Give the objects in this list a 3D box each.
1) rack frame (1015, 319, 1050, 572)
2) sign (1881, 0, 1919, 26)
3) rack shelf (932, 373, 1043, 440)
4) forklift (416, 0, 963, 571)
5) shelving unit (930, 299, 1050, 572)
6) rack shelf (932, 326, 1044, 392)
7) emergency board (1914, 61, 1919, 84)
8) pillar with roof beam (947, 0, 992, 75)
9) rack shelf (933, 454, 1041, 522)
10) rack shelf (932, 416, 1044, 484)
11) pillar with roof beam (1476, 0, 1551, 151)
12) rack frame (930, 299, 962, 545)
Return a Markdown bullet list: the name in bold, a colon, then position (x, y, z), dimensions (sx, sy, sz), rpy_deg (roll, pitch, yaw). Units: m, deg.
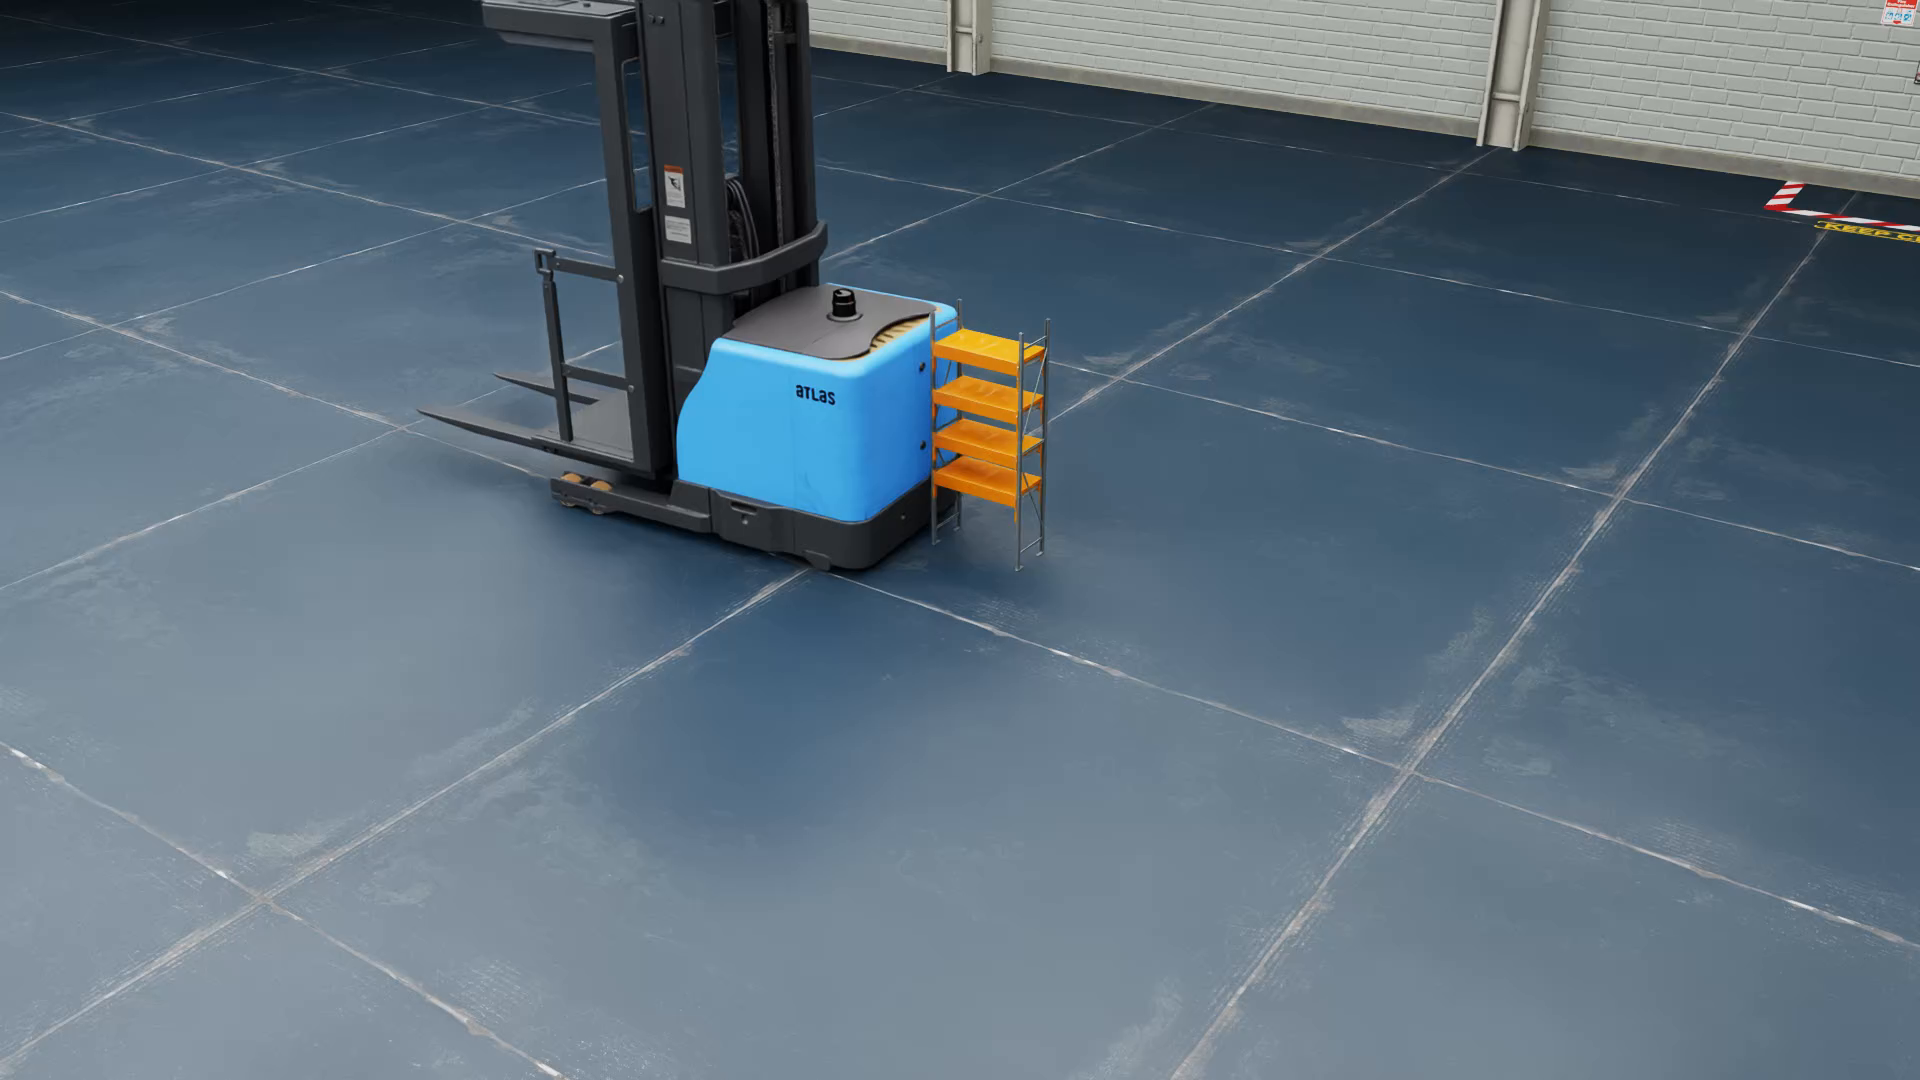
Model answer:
- **rack frame**: position (0.338, -0.430, 7.771), dimensions (0.015, 1.200, 0.240), rpy_deg (17, 32, 30)
- **sign**: position (7.580, -4.318, 13.387), dimensions (0.234, 0.329, 0.001), rpy_deg (17, 32, 30)
- **rack shelf**: position (0.136, -0.632, 7.823), dimensions (0.480, 0.148, 0.258), rpy_deg (17, 32, 30)
- **forklift**: position (-1.524, -1.630, 8.221), dimensions (3.031, 2.935, 1.130), rpy_deg (14, 30, 26)
- **shelving unit**: position (0.136, -0.492, 7.894), dimensions (0.503, 1.200, 0.258), rpy_deg (17, 32, 30)
- **rack shelf**: position (0.136, -0.842, 7.716), dimensions (0.480, 0.148, 0.258), rpy_deg (17, 32, 30)
- **emergency board**: position (7.981, -4.130, 13.059), dimensions (0.626, 1.169, 0.157), rpy_deg (17, 32, 30)
- **pillar with roof beam**: position (-2.336, -7.618, 13.298), dimensions (0.400, 9.000, 9.100), rpy_deg (17, 32, 30)
- **rack shelf**: position (0.136, -0.255, 8.015), dimensions (0.480, 0.148, 0.258), rpy_deg (17, 32, 30)
- **rack shelf**: position (0.136, -0.432, 7.925), dimensions (0.480, 0.148, 0.258), rpy_deg (17, 32, 30)
- **pillar with roof beam**: position (2.610, -6.077, 10.270), dimensions (0.400, 9.000, 9.100), rpy_deg (17, 32, 30)
- **rack frame**: position (-0.065, -0.555, 8.017), dimensions (0.015, 1.200, 0.240), rpy_deg (17, 32, 30)
